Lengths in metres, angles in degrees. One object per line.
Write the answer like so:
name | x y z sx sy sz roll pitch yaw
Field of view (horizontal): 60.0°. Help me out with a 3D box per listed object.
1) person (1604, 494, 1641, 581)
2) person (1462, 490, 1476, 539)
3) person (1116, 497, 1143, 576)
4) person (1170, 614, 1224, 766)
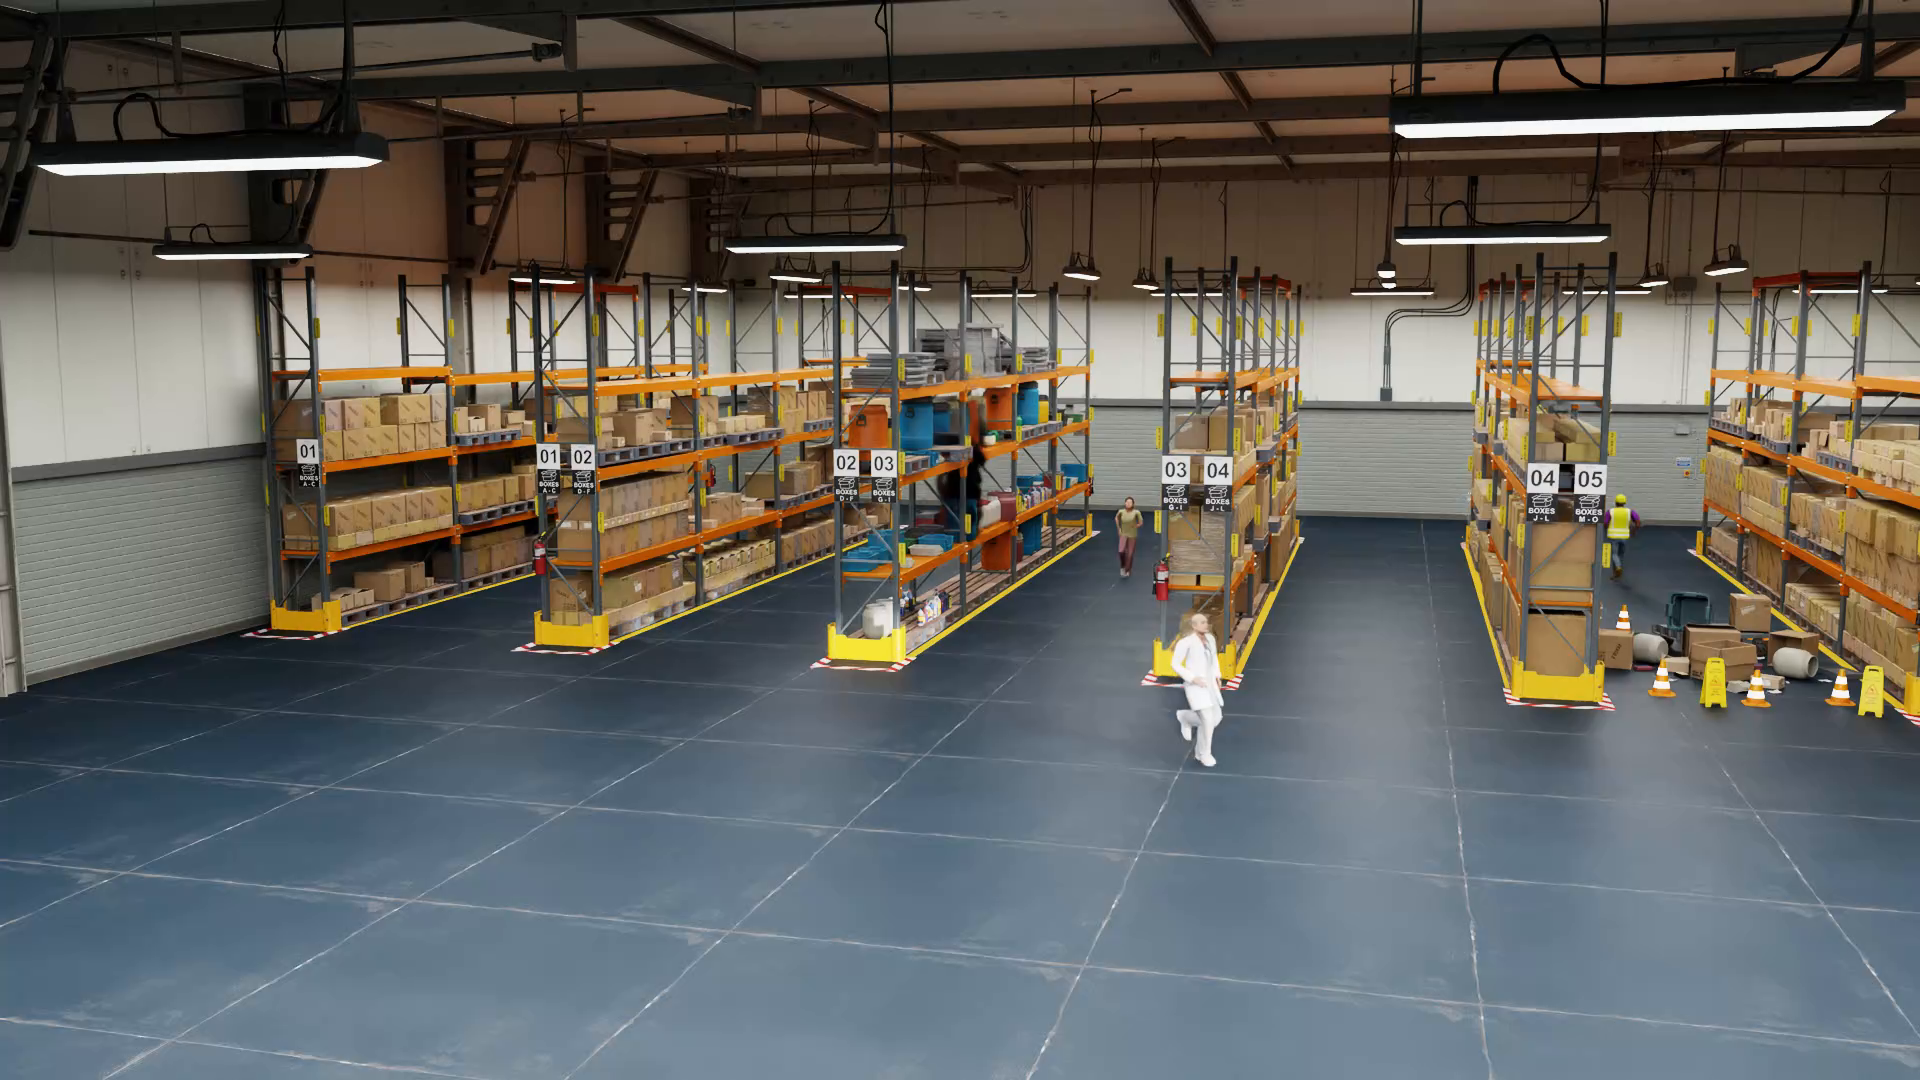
person | 13.008 -0.022 32.820 0.699 1.769 0.927 1 7 8
person | 12.246 -0.772 39.309 0.776 1.683 0.656 3 8 24
person | 3.394 -0.061 33.447 0.574 1.627 0.646 1 7 11
person | 2.746 1.712 19.334 0.742 1.733 0.713 -6 10 -41
